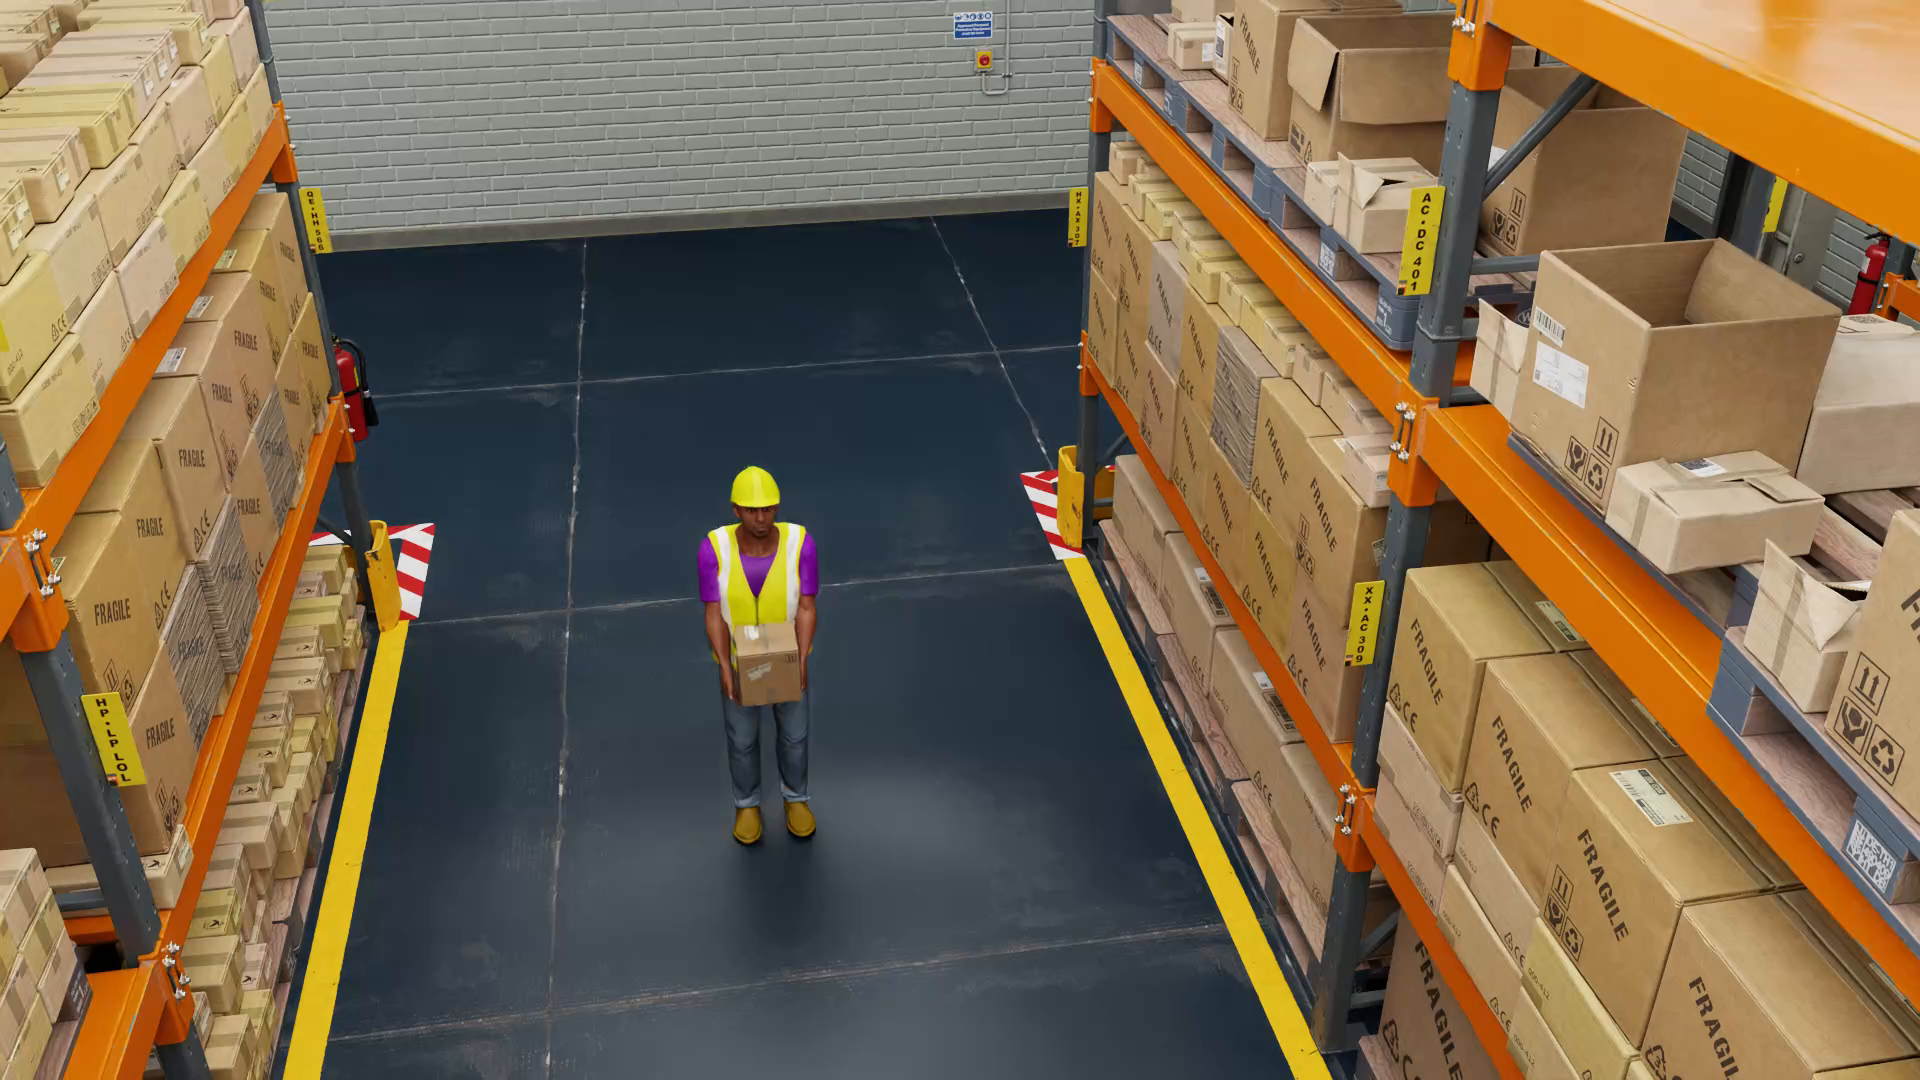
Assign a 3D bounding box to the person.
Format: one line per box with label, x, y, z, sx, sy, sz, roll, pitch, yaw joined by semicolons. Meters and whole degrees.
person;-0.838;0.552;7.177;0.510;1.767;0.575;-4;31;-7
